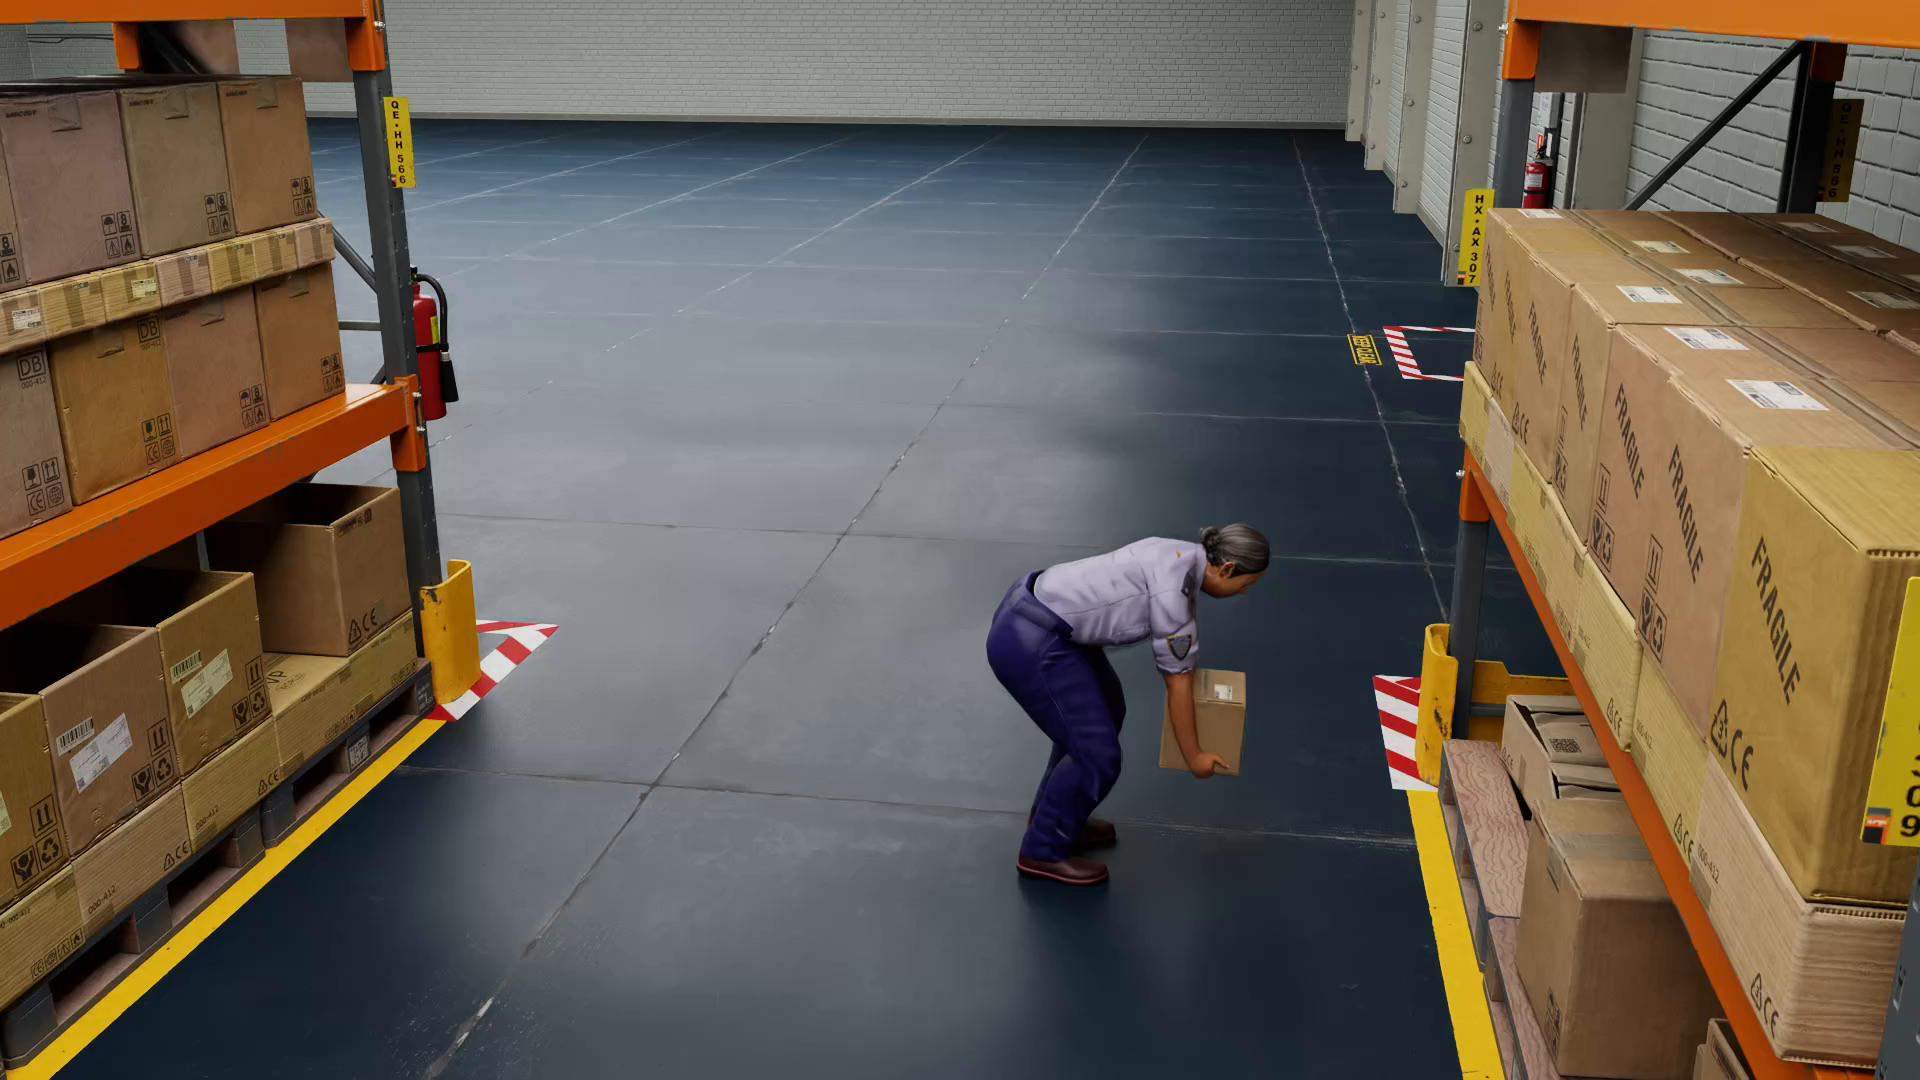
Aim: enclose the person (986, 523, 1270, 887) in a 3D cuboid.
[{"bbox_3d":[0.524,0.500,5.322,0.868,1.169,0.487,2,18,7],"label":"person"}]
